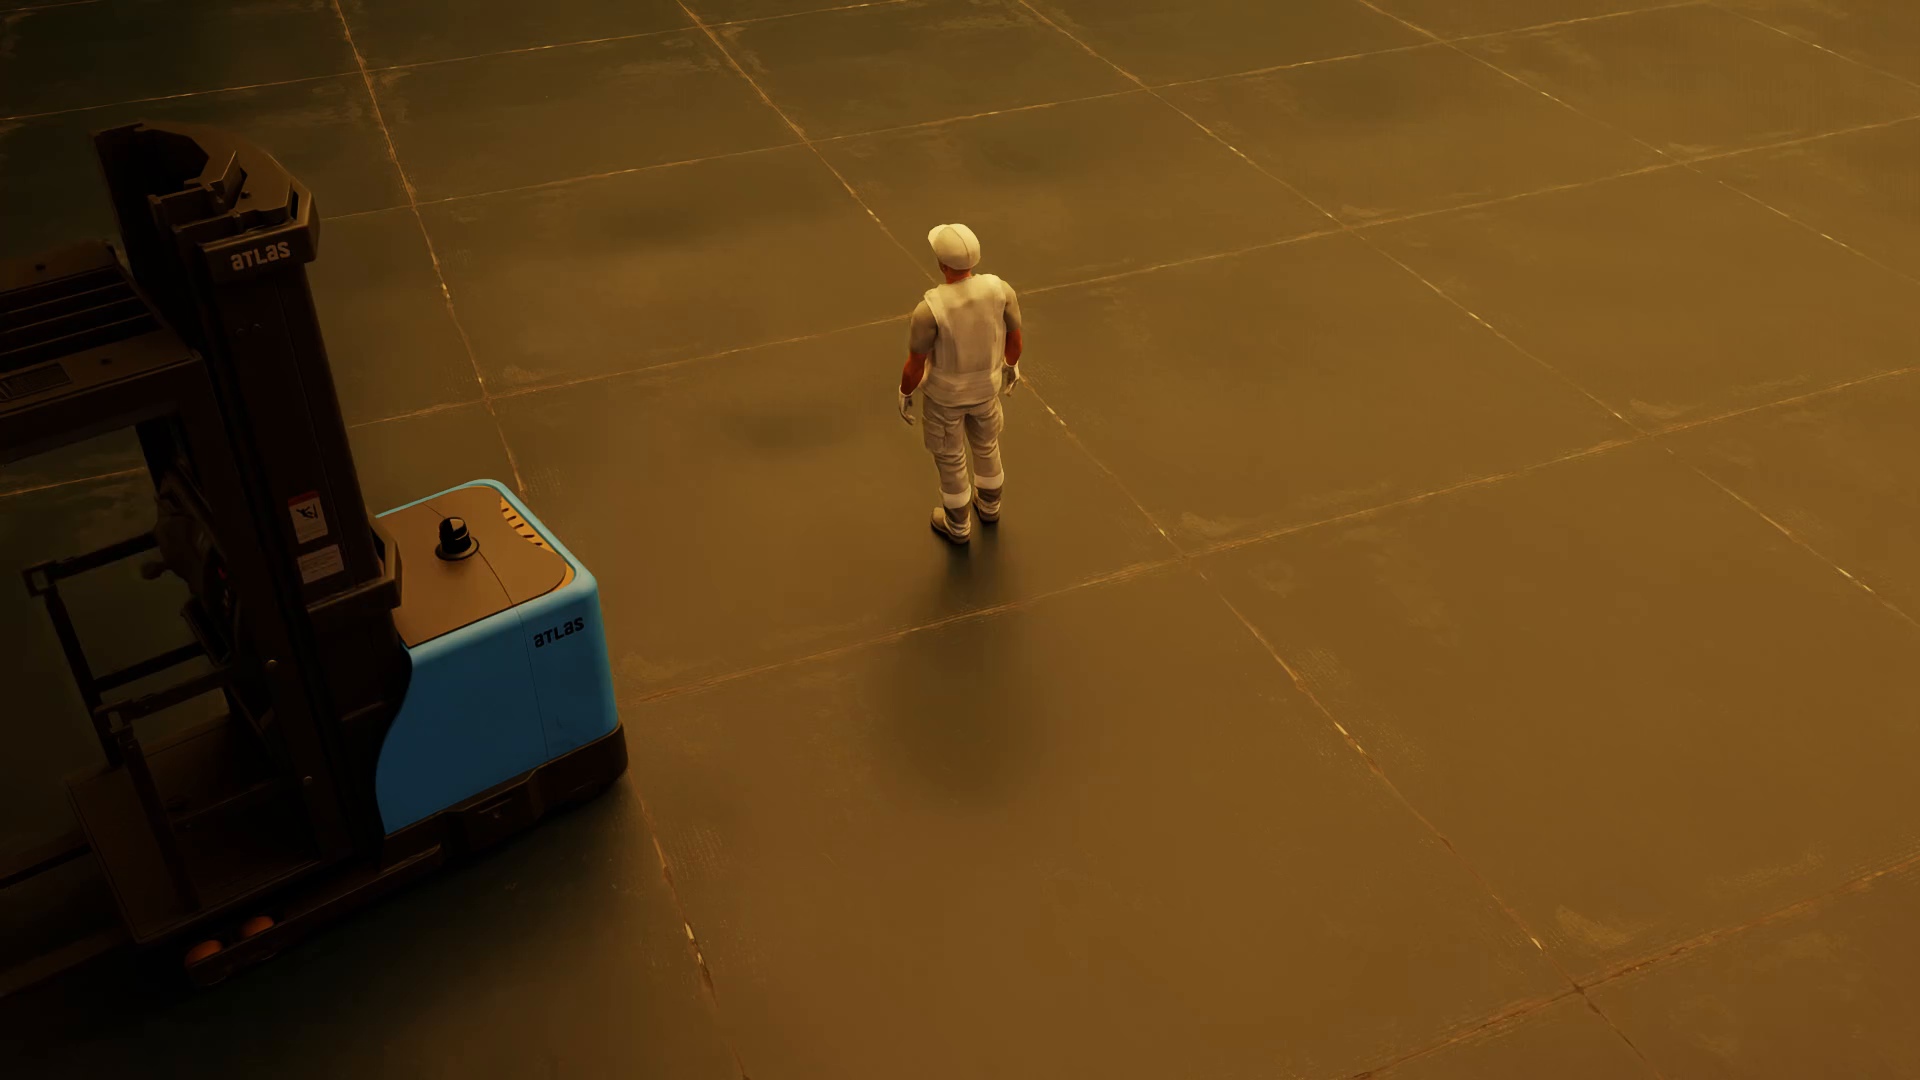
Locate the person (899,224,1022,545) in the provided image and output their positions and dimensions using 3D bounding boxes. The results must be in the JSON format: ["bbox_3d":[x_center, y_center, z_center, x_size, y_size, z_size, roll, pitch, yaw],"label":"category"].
[{"bbox_3d":[-0.021,-0.781,8.170,0.637,1.790,0.562,-14,38,-19],"label":"person"}]

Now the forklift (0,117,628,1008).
[{"bbox_3d":[-2.905,0.134,5.911,3.031,2.935,1.130,-24,42,-30],"label":"forklift"}]
